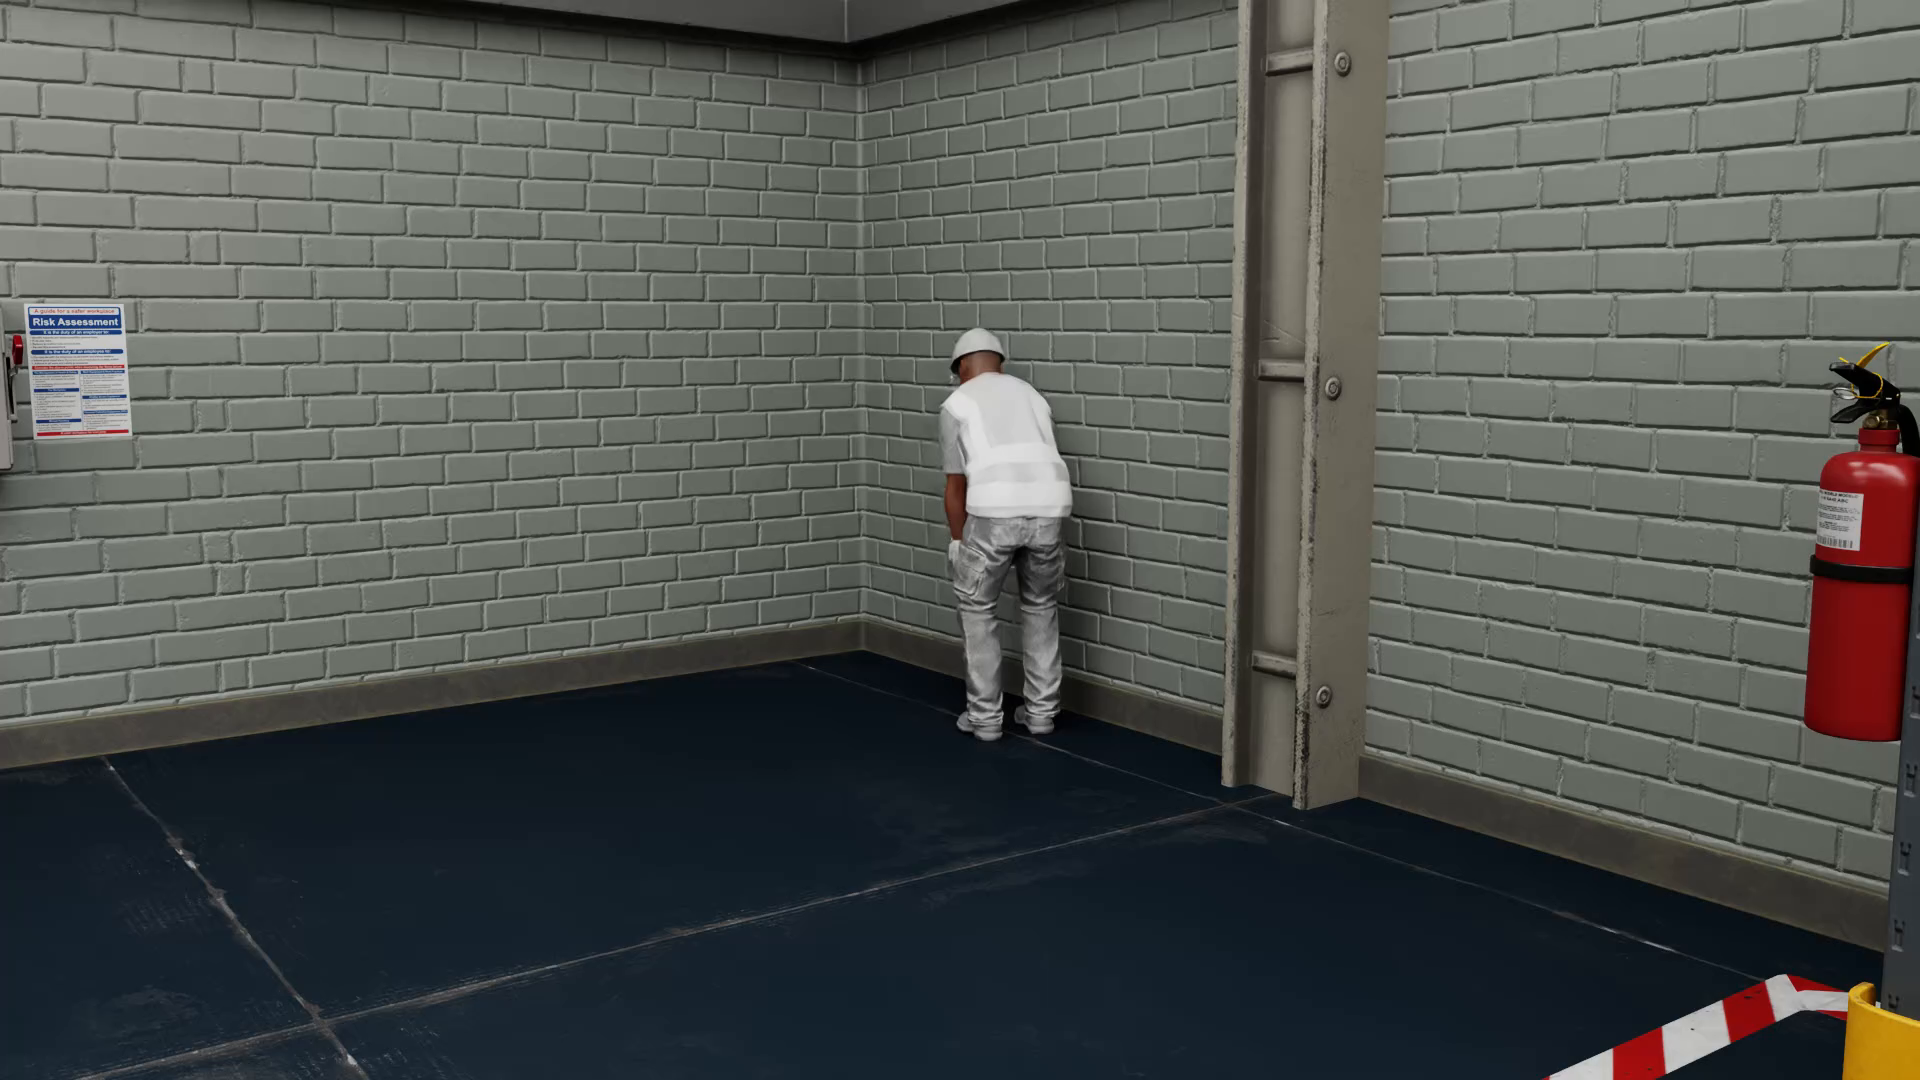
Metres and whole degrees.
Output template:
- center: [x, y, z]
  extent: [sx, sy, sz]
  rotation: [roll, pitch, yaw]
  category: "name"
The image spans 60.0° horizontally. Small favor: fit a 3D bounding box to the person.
- center: [0.159, -0.067, 6.680]
  extent: [0.469, 1.660, 0.714]
  rotation: [-3, 8, -18]
  category: "person"
